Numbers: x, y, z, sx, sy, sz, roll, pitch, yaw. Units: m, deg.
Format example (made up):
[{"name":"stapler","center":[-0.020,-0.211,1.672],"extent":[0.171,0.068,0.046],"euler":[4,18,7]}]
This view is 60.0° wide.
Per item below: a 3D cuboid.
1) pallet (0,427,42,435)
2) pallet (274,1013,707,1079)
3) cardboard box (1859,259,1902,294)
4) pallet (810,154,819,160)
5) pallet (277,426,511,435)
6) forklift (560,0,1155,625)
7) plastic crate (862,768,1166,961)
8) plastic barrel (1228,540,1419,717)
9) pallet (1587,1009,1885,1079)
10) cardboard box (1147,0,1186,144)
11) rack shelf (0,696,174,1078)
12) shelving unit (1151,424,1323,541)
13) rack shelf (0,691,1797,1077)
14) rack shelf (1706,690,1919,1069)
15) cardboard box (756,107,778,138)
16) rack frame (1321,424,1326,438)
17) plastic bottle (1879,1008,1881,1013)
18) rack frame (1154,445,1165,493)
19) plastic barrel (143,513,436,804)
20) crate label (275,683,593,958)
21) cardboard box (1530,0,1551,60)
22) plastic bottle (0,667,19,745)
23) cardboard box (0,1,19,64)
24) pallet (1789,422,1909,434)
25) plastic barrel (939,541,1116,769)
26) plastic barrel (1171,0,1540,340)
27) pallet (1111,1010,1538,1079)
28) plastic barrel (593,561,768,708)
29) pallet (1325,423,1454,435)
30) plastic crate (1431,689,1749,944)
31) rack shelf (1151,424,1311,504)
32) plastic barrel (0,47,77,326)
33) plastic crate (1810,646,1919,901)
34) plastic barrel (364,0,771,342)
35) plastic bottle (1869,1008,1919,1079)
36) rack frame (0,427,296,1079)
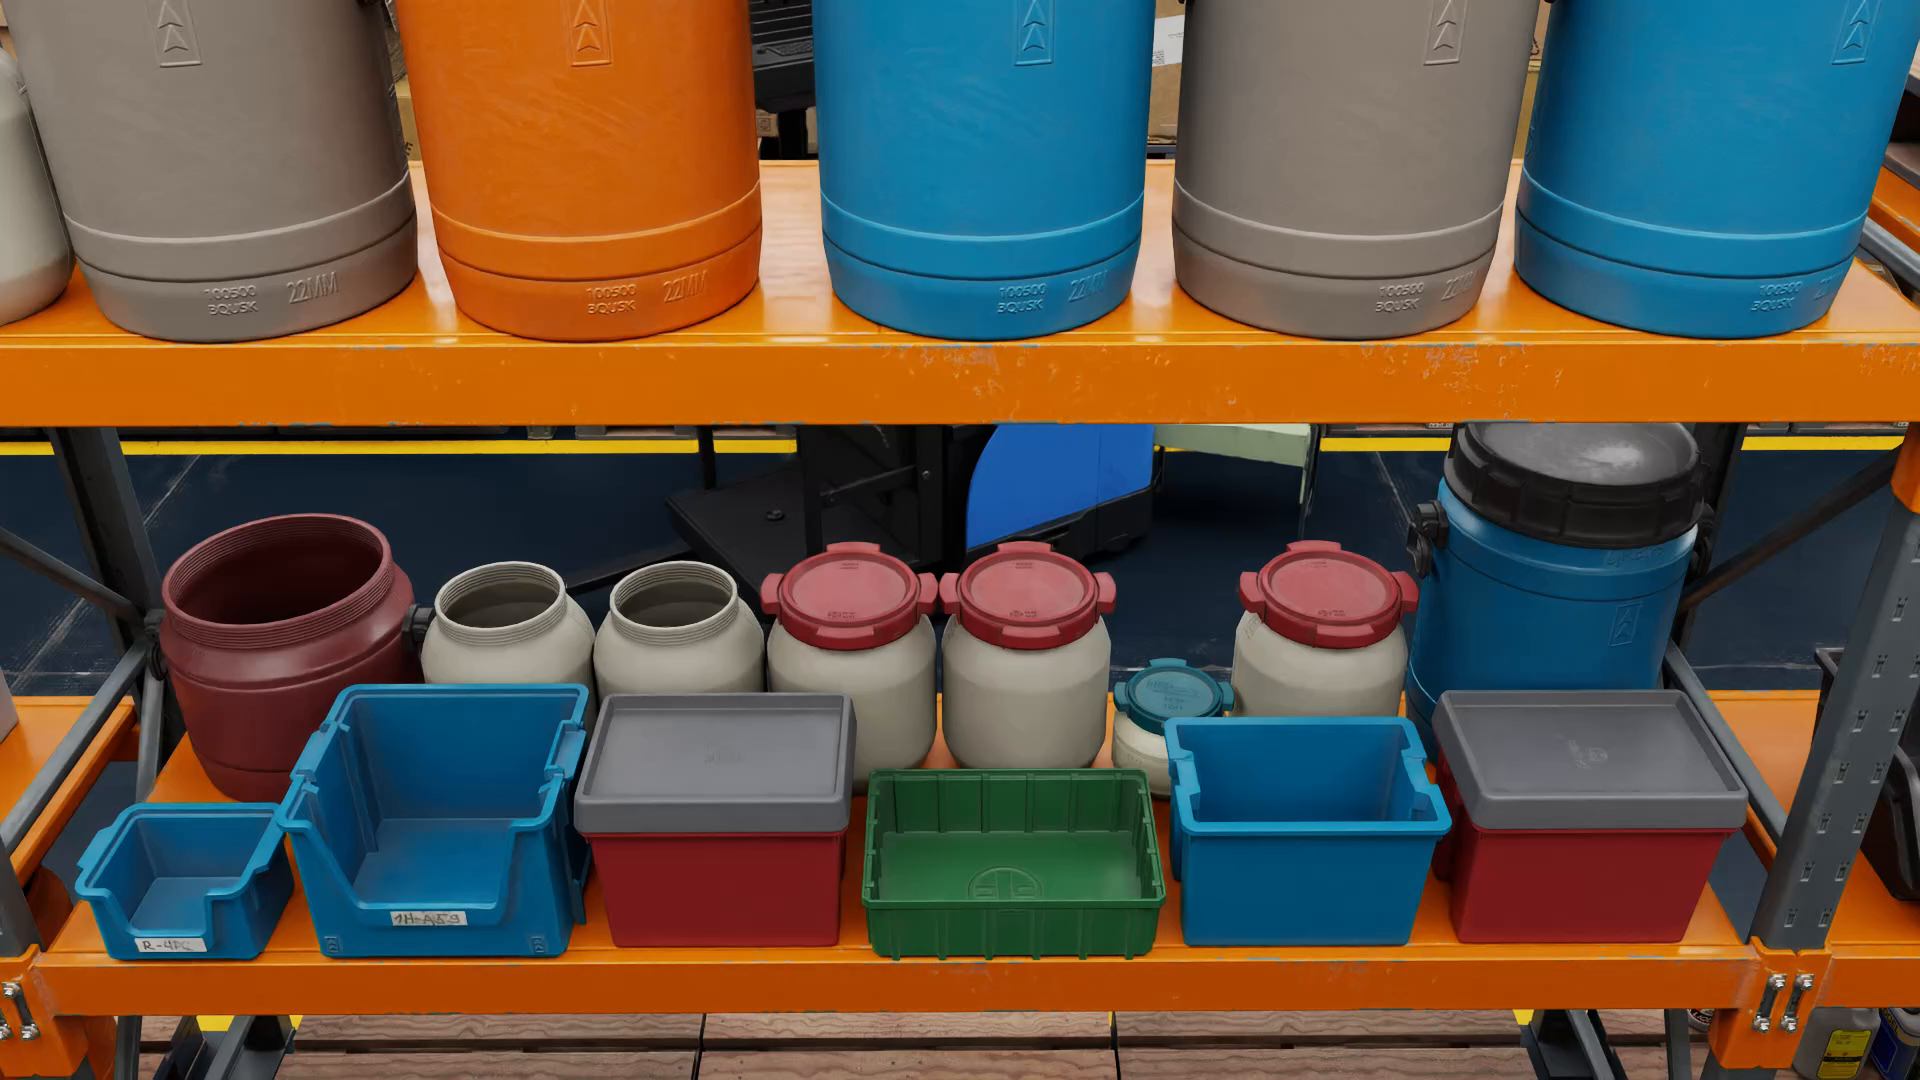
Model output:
[{"name":"pallet","center":[-5.403,-0.892,9.017],"extent":[1.213,0.211,1.003],"euler":[0,31,0]},{"name":"pallet","center":[-1.369,1.724,4.705],"extent":[1.213,0.211,1.003],"euler":[0,31,0]},{"name":"cardboard box","center":[4.604,-1.178,8.805],"extent":[0.500,0.500,0.500],"euler":[8,32,13]},{"name":"pallet","center":[-0.195,-2.001,8.341],"extent":[1.213,0.211,1.003],"euler":[0,31,0]},{"name":"pallet","center":[-2.963,-0.900,9.029],"extent":[1.213,0.211,1.003],"euler":[0,31,0]},{"name":"forklift","center":[-0.628,-1.041,6.640],"extent":[3.031,2.935,1.130],"euler":[-19,36,-28]},{"name":"plastic crate","center":[0.116,0.744,3.837],"extent":[0.662,0.188,0.450],"euler":[0,31,0]},{"name":"plastic barrel","center":[0.898,0.333,4.179],"extent":[0.433,0.535,0.433],"euler":[0,31,0]},{"name":"pallet","center":[2.528,1.713,4.723],"extent":[1.213,0.211,1.003],"euler":[0,31,0]},{"name":"cardboard box","center":[1.031,-2.574,8.117],"extent":[1.000,1.000,1.000],"euler":[0,31,0]},{"name":"rack shelf","center":[-4.144,0.828,4.188],"extent":[4.000,0.370,1.077],"euler":[0,31,0]},{"name":"shelving unit","center":[1.277,-0.759,7.556],"extent":[0.755,1.500,0.431],"euler":[9,33,15]},{"name":"rack shelf","center":[-0.144,0.815,4.208],"extent":[4.000,0.370,1.077],"euler":[0,31,0]},{"name":"rack shelf","center":[3.856,0.803,4.229],"extent":[4.000,0.370,1.077],"euler":[0,31,0]},{"name":"cardboard box","center":[-1.077,-2.354,8.236],"extent":[0.500,0.500,0.700],"euler":[4,32,7]},{"name":"rack frame","center":[1.826,-2.068,8.266],"extent":[0.127,3.000,1.000],"euler":[0,31,0]},{"name":"plastic bottle","center":[2.690,1.294,4.856],"extent":[0.185,0.351,0.144],"euler":[-2,31,-3]},{"name":"rack frame","center":[0.928,-0.817,7.651],"extent":[0.023,1.500,0.400],"euler":[9,33,15]},{"name":"plastic barrel","center":[-1.682,0.297,4.237],"extent":[0.708,0.536,0.600],"euler":[0,31,0]},{"name":"crate label","center":[-1.149,0.636,3.776],"extent":[0.616,0.435,0.502],"euler":[0,31,0]},{"name":"cardboard box","center":[2.777,-2.537,7.693],"extent":[0.500,0.500,0.500],"euler":[0,31,0]},{"name":"plastic bottle","center":[-2.579,0.401,4.318],"extent":[0.135,0.276,0.152],"euler":[0,31,0]},{"name":"cardboard box","center":[-4.227,-2.527,7.959],"extent":[0.637,0.503,0.797],"euler":[1,31,1]},{"name":"pallet","center":[4.937,-0.904,9.036],"extent":[1.213,0.211,1.003],"euler":[0,31,0]},{"name":"plastic barrel","center":[0.164,0.335,4.175],"extent":[0.433,0.535,0.433],"euler":[0,31,0]},{"name":"plastic barrel","center":[0.695,-0.879,2.932],"extent":[0.600,0.901,0.600],"euler":[0,31,0]},{"name":"pallet","center":[1.071,1.716,4.718],"extent":[1.213,0.211,1.003],"euler":[0,31,0]},{"name":"plastic barrel","center":[-0.695,0.351,4.172],"extent":[0.421,0.512,0.421],"euler":[0,31,0]},{"name":"pallet","center":[2.497,-0.896,9.023],"extent":[1.213,0.211,1.003],"euler":[0,31,0]},{"name":"plastic crate","center":[1.373,0.634,3.751],"extent":[0.583,0.464,0.402],"euler":[0,31,0]},{"name":"rack shelf","center":[1.277,-0.481,7.725],"extent":[0.720,0.370,0.431],"euler":[9,33,15]},{"name":"plastic barrel","center":[-1.832,-0.658,2.944],"extent":[0.421,0.512,0.421],"euler":[0,31,0]},{"name":"plastic crate","center":[2.380,0.592,3.942],"extent":[0.504,0.338,0.767],"euler":[0,31,0]},{"name":"plastic barrel","center":[-0.668,-0.844,2.944],"extent":[0.708,0.830,0.600],"euler":[0,31,0]},{"name":"plastic bottle","center":[2.716,1.402,4.748],"extent":[0.135,0.276,0.152],"euler":[0,31,0]},{"name":"rack frame","center":[-2.144,0.514,4.011],"extent":[0.127,3.000,1.000],"euler":[0,31,0]}]
